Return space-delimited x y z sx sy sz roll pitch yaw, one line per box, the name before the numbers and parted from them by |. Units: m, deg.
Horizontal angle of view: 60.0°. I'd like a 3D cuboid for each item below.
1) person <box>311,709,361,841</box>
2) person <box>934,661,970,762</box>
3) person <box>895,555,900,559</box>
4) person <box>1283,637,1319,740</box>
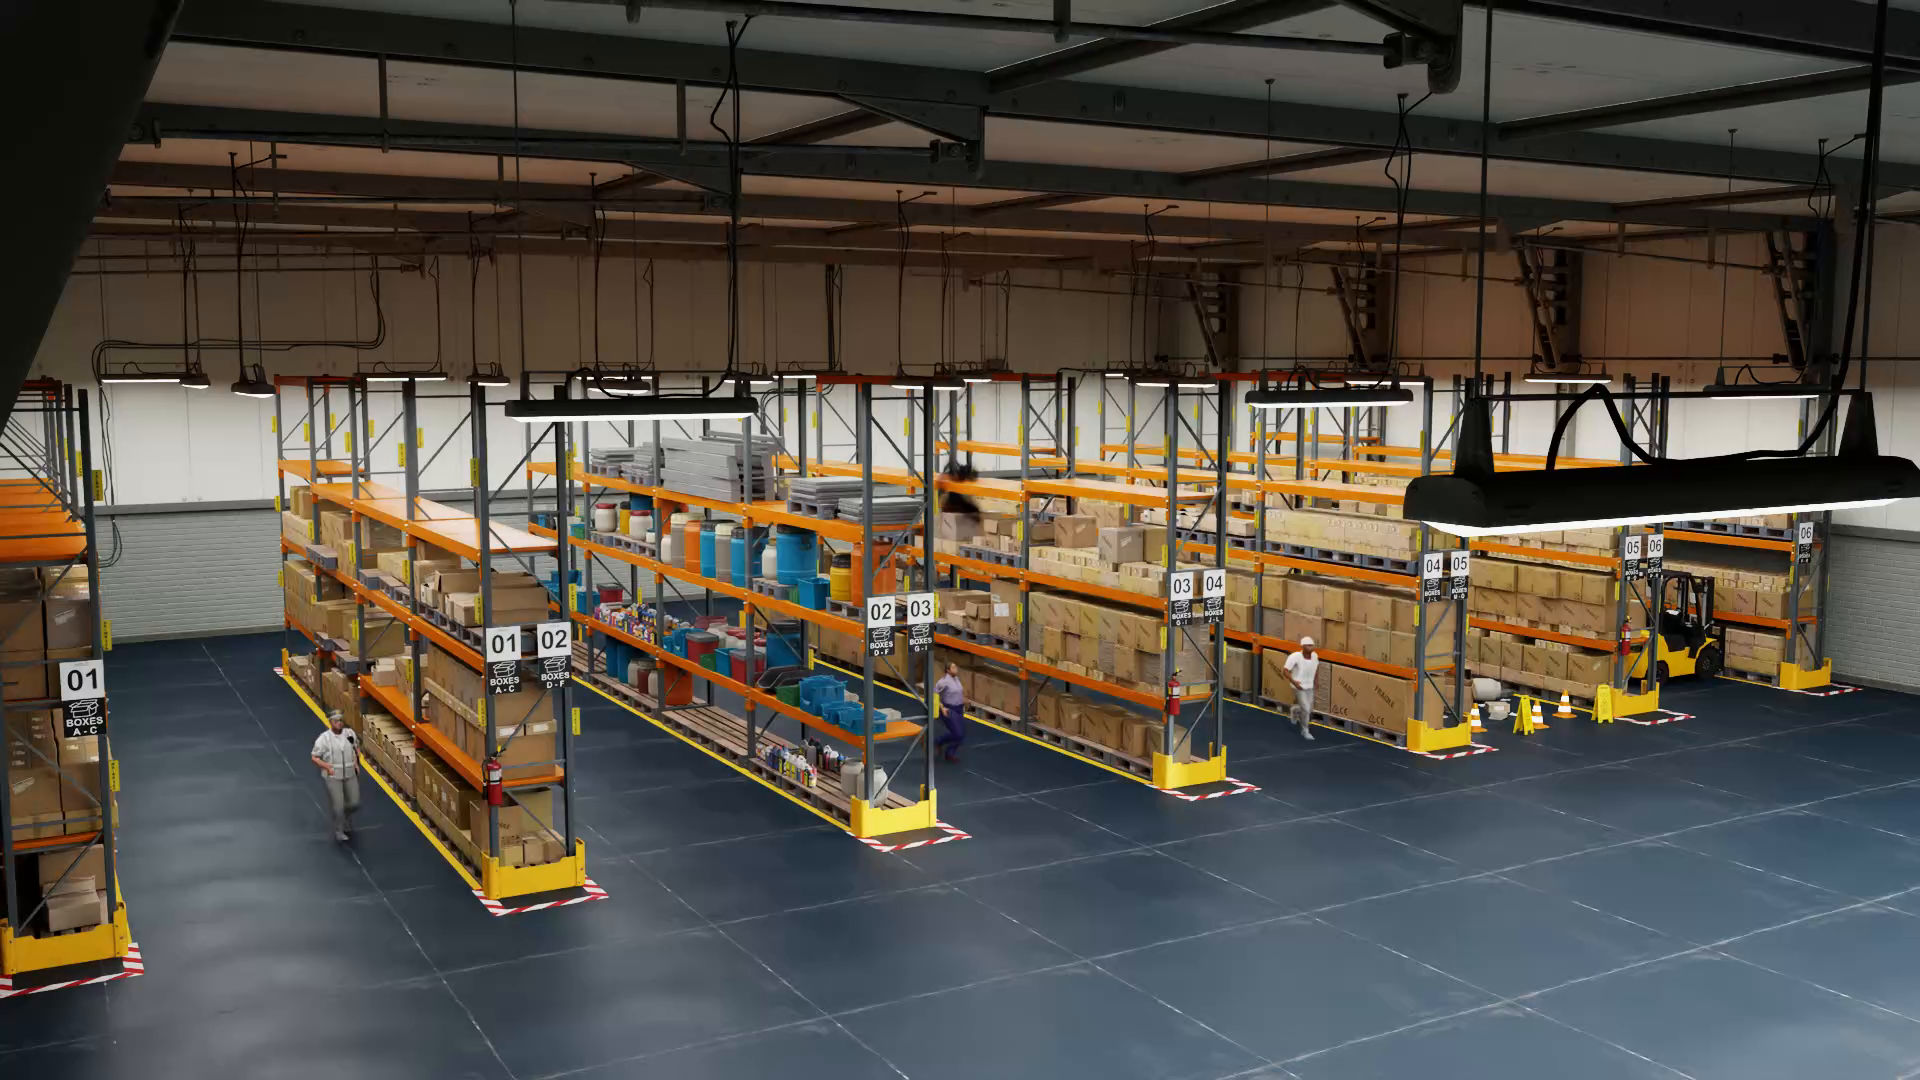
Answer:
person | -8.157 3.076 21.867 0.655 1.733 0.622 -5 8 -39
person | -0.128 2.695 26.070 0.547 1.604 0.611 4 7 33
person | -1.587 1.152 40.227 0.562 1.565 0.798 1 6 11
person | 5.699 2.449 27.889 0.723 1.723 0.697 -3 7 -24
